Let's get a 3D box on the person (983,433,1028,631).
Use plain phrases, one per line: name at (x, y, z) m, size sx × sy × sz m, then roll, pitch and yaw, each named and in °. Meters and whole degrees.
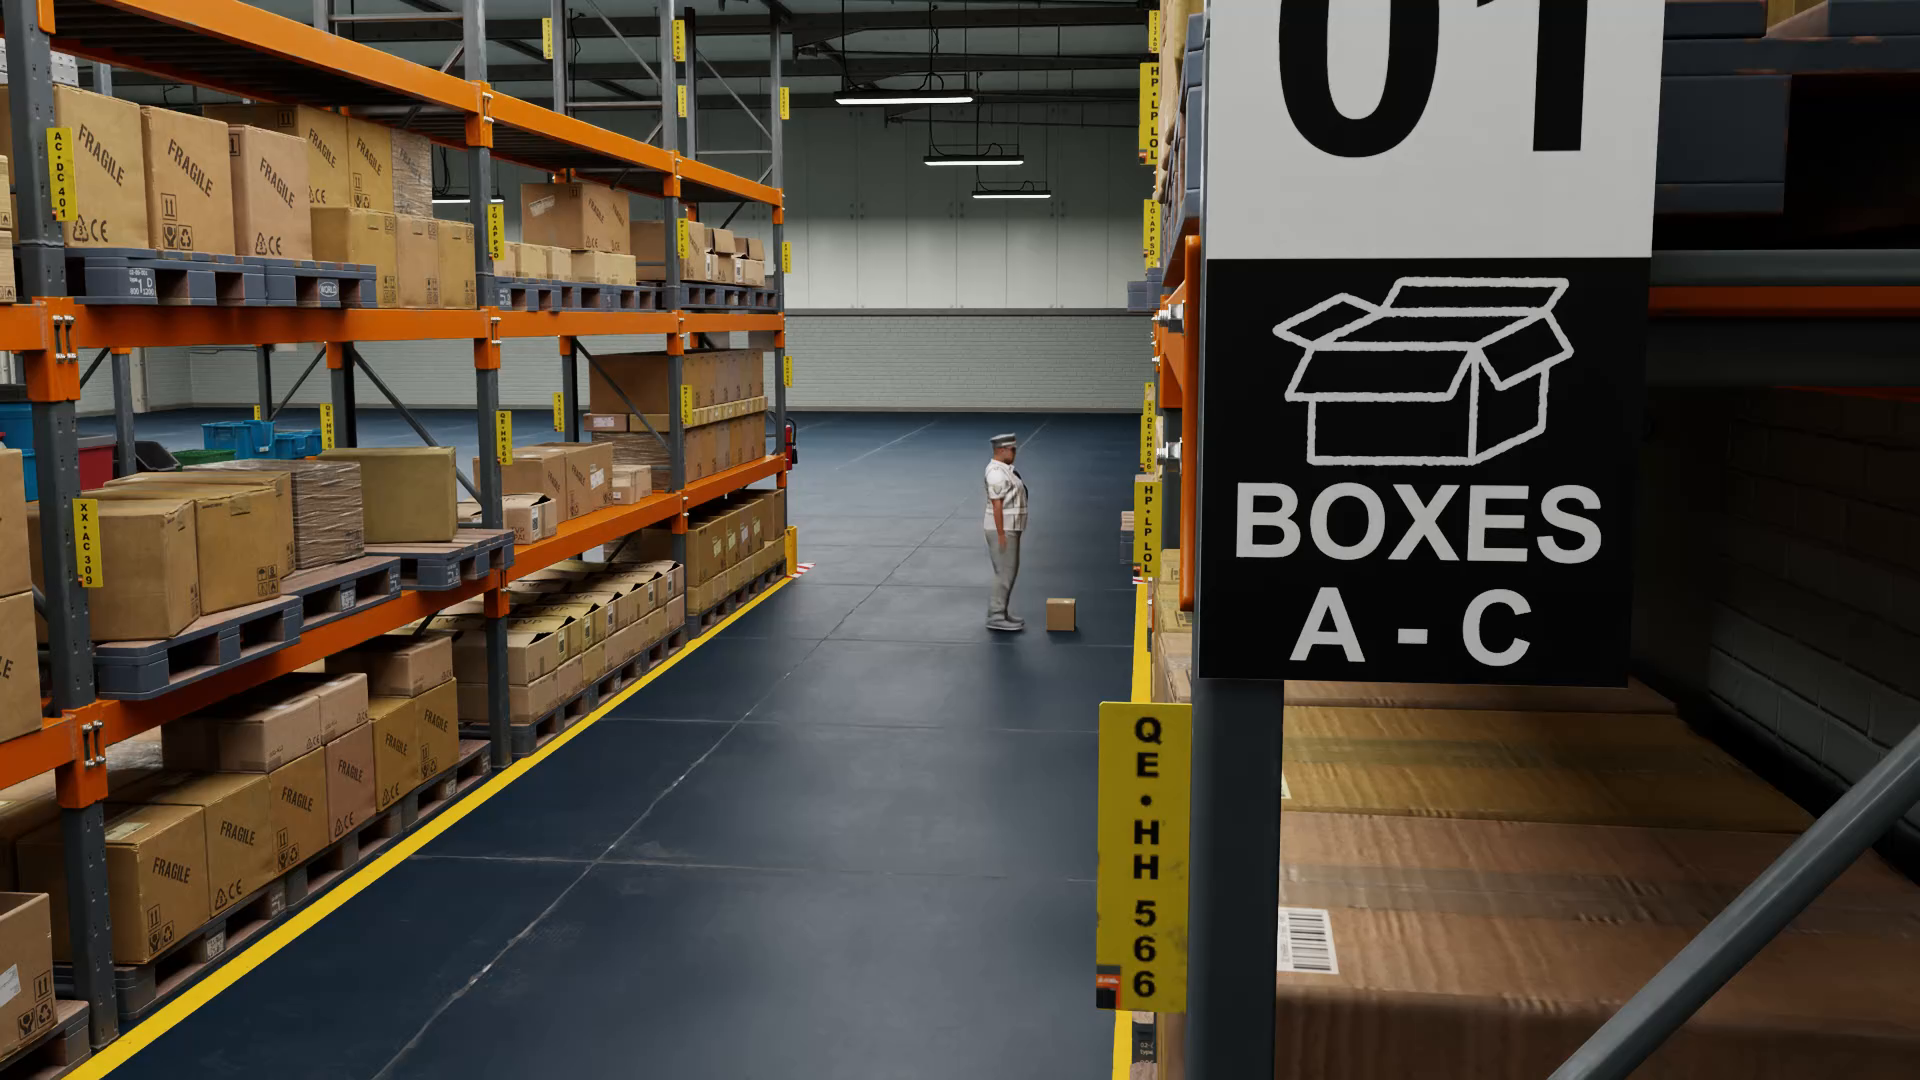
person at (0.409, -0.081, 14.901) m, size 0.393 × 1.749 × 0.528 m, roll 1°, pitch 8°, yaw 8°
